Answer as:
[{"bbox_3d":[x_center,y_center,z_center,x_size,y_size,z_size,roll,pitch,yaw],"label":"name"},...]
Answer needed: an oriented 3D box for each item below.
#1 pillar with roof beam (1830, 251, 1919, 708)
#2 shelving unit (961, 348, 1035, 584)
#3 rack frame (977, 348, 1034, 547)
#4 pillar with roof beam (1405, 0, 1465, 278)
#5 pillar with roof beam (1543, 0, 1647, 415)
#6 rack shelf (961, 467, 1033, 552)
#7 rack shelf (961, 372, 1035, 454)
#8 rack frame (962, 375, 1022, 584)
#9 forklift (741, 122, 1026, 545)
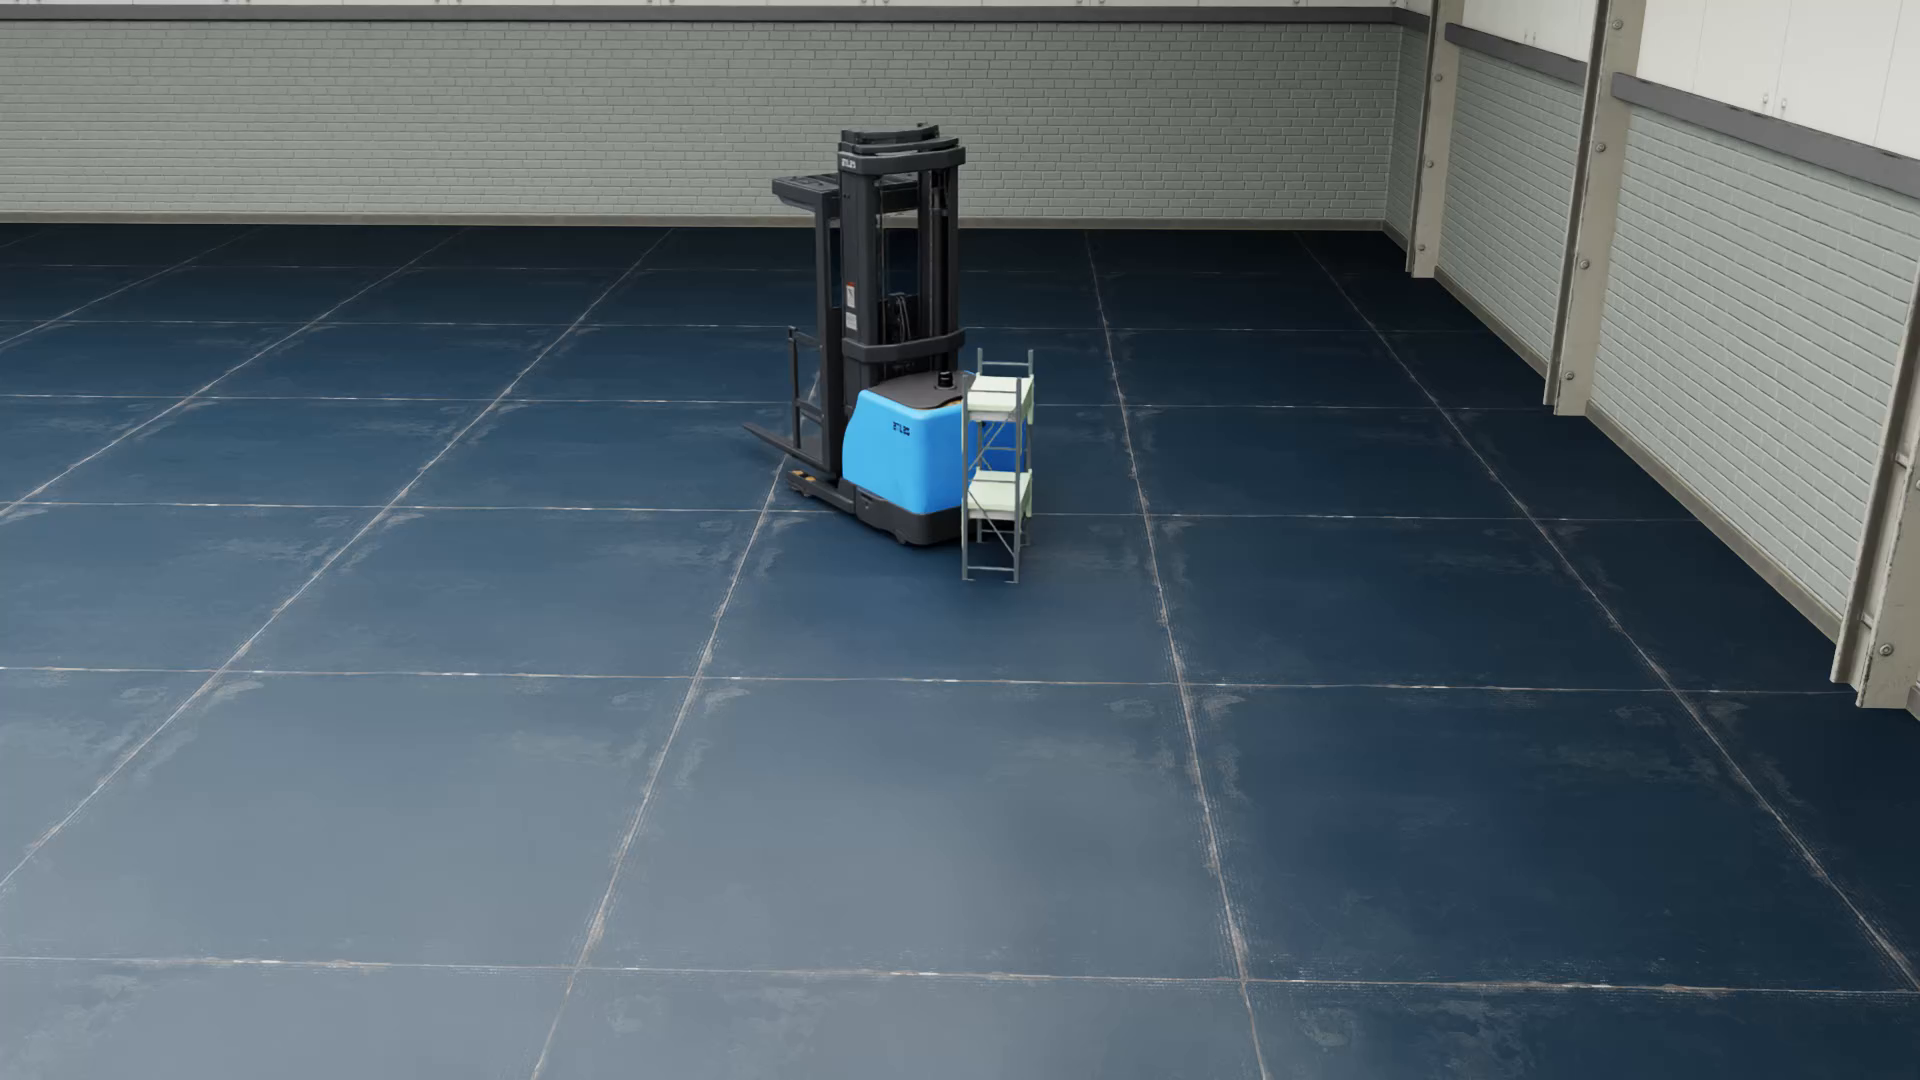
[{"bbox_3d":[1.236,-3.310,8.619,9.100,9.000,0.400,1,21,2],"label":"pillar with roof beam"},{"bbox_3d":[0.271,-0.533,11.829,0.431,1.500,0.755,3,21,8],"label":"shelving unit"},{"bbox_3d":[0.326,-0.664,12.167,0.400,1.500,0.023,3,21,8],"label":"rack frame"},{"bbox_3d":[1.601,-7.648,19.801,9.100,9.000,0.400,1,21,2],"label":"pillar with roof beam"},{"bbox_3d":[1.419,-5.479,14.210,9.100,9.000,0.400,1,21,2],"label":"pillar with roof beam"},{"bbox_3d":[0.271,-0.229,11.947,0.431,0.370,0.720,3,21,8],"label":"rack shelf"},{"bbox_3d":[0.271,-0.897,11.688,0.431,0.370,0.720,3,21,8],"label":"rack shelf"},{"bbox_3d":[0.217,-0.402,11.492,0.400,1.500,0.023,3,21,8],"label":"rack frame"},{"bbox_3d":[-0.760,-1.802,13.121,1.130,2.935,3.031,-15,26,-33],"label":"forklift"}]
